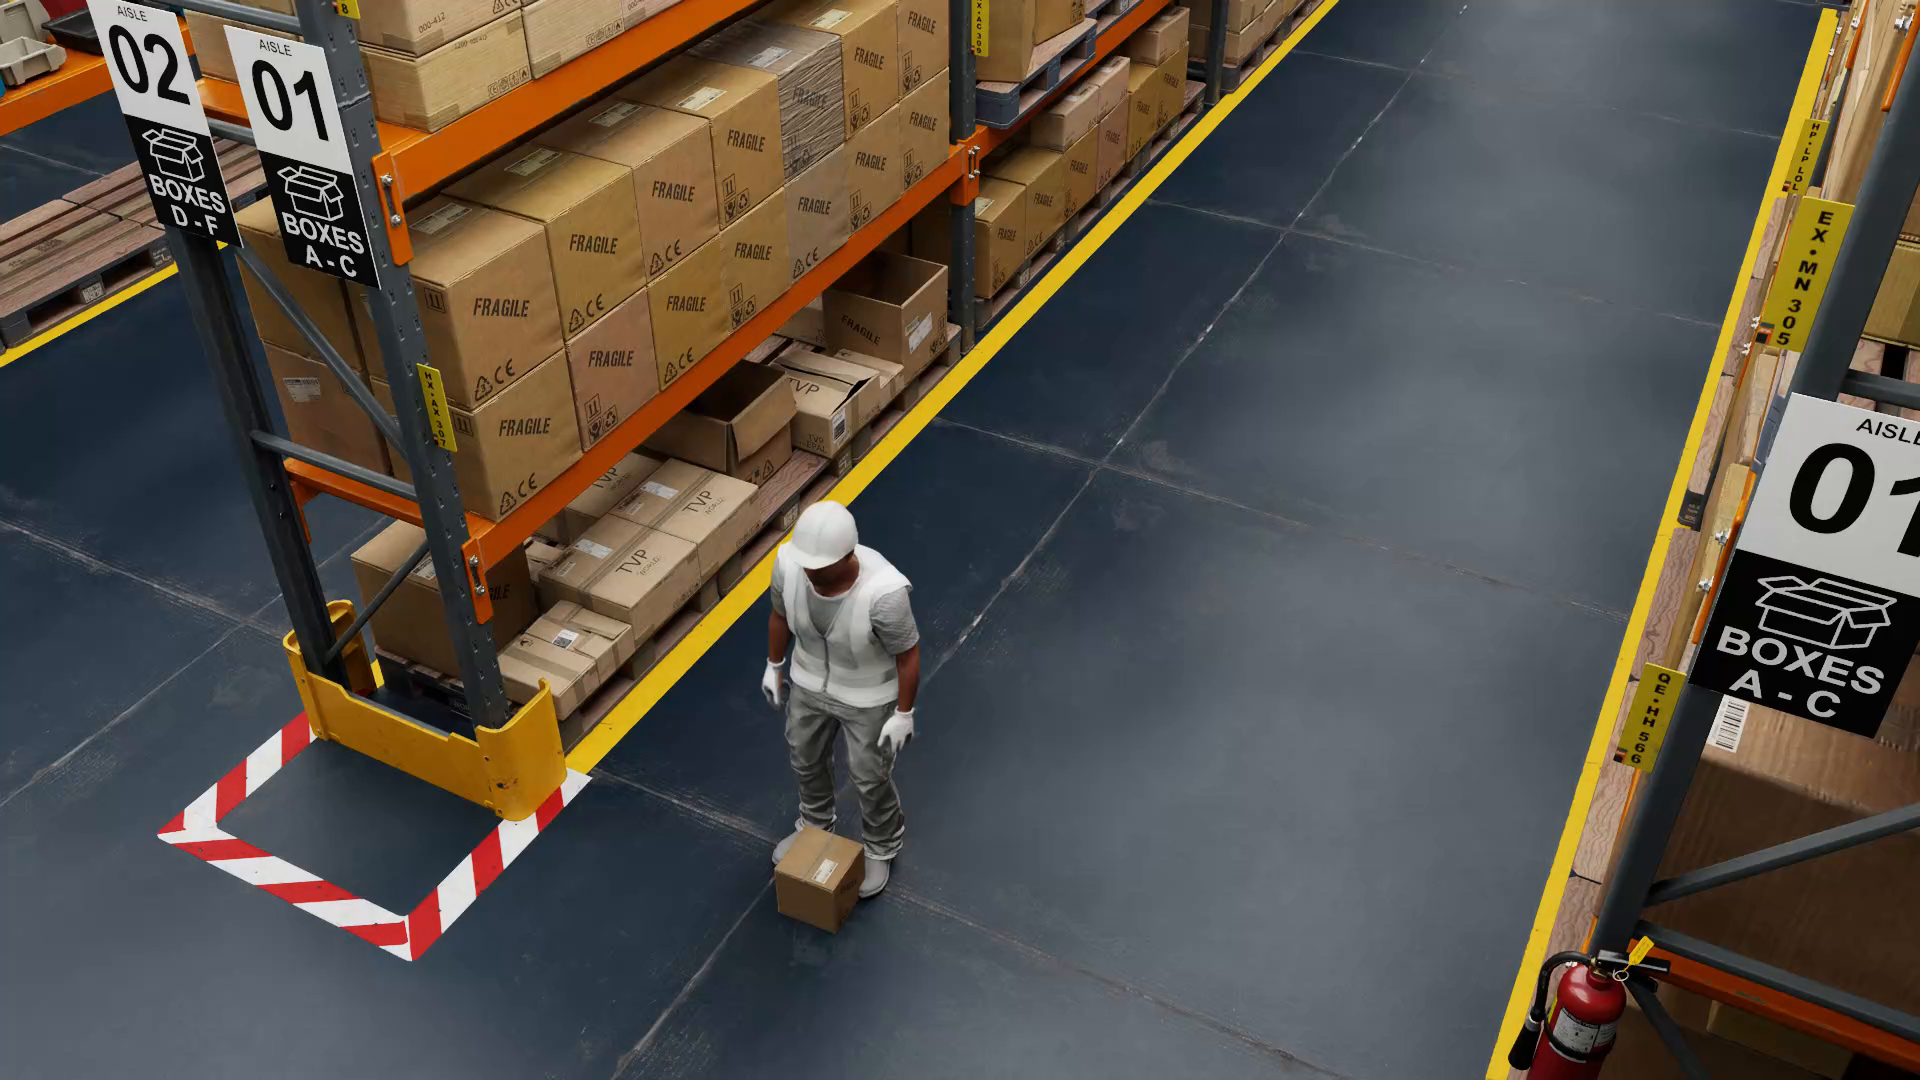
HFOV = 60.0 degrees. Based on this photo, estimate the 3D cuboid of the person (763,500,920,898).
[{"bbox_3d":[-0.437,0.553,6.023,0.617,1.774,0.448,18,41,22],"label":"person"}]
